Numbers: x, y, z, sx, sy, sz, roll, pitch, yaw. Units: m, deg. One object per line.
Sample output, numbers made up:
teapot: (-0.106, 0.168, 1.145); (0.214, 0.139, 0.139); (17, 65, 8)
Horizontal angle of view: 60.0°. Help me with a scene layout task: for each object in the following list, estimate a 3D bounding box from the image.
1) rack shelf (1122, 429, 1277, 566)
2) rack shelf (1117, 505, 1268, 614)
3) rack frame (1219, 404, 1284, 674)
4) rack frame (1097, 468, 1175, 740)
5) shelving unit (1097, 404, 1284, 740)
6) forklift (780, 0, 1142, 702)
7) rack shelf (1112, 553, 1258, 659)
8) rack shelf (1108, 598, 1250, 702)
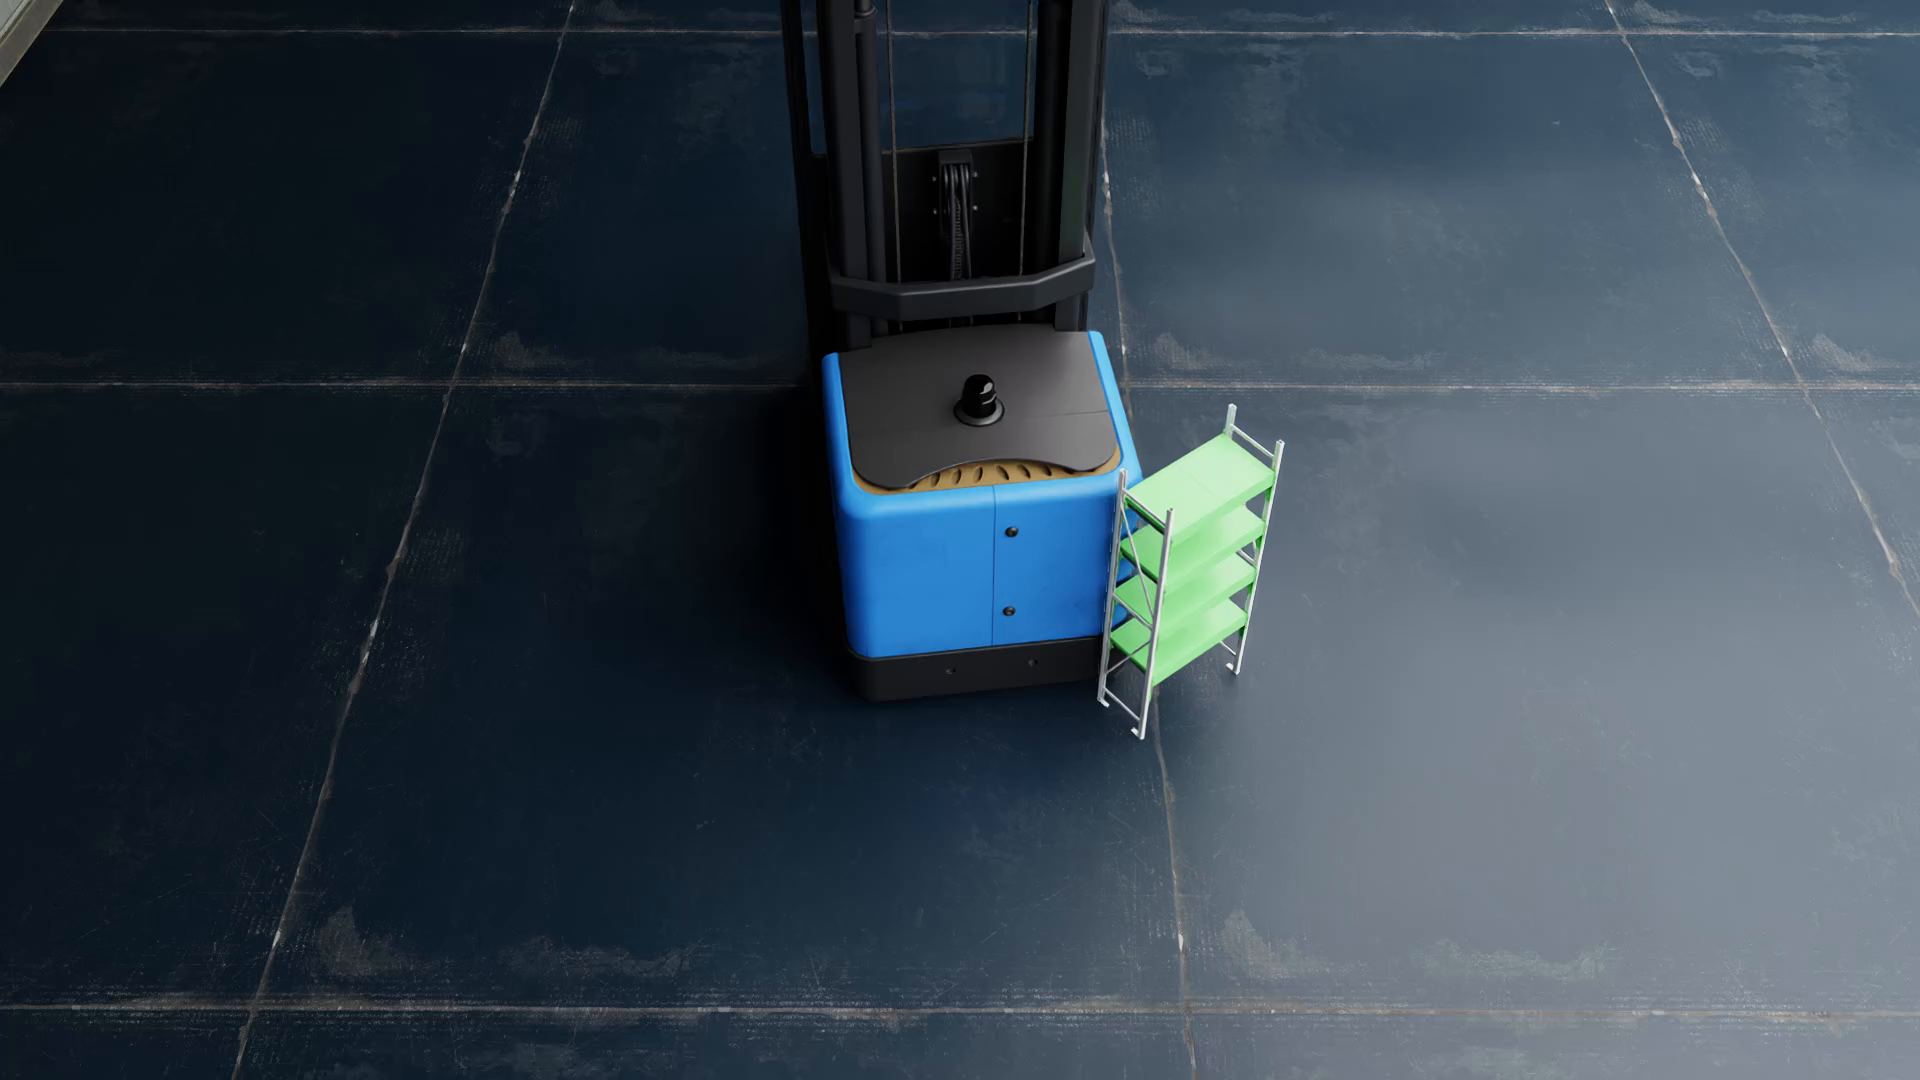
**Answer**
rack shelf: (0.782, -0.145, 5.496); (0.480, 0.148, 0.258); (-30, 54, -25)
rack shelf: (0.782, 0.019, 5.672); (0.480, 0.148, 0.258); (-30, 54, -25)
rack frame: (0.973, 0.028, 5.905); (0.015, 1.200, 0.240); (-30, 54, -25)
rack frame: (0.591, 0.250, 5.697); (0.015, 1.200, 0.240); (-30, 54, -25)
shelving unit: (0.782, 0.139, 5.801); (0.503, 1.200, 0.258); (-30, 54, -25)
forklift: (-0.081, -1.496, 6.140); (1.130, 2.935, 3.031); (-5, 47, -5)
rack shelf: (0.782, 0.182, 5.848); (0.480, 0.148, 0.258); (-30, 54, -25)
rack shelf: (0.782, 0.346, 6.023); (0.480, 0.148, 0.258); (-30, 54, -25)
